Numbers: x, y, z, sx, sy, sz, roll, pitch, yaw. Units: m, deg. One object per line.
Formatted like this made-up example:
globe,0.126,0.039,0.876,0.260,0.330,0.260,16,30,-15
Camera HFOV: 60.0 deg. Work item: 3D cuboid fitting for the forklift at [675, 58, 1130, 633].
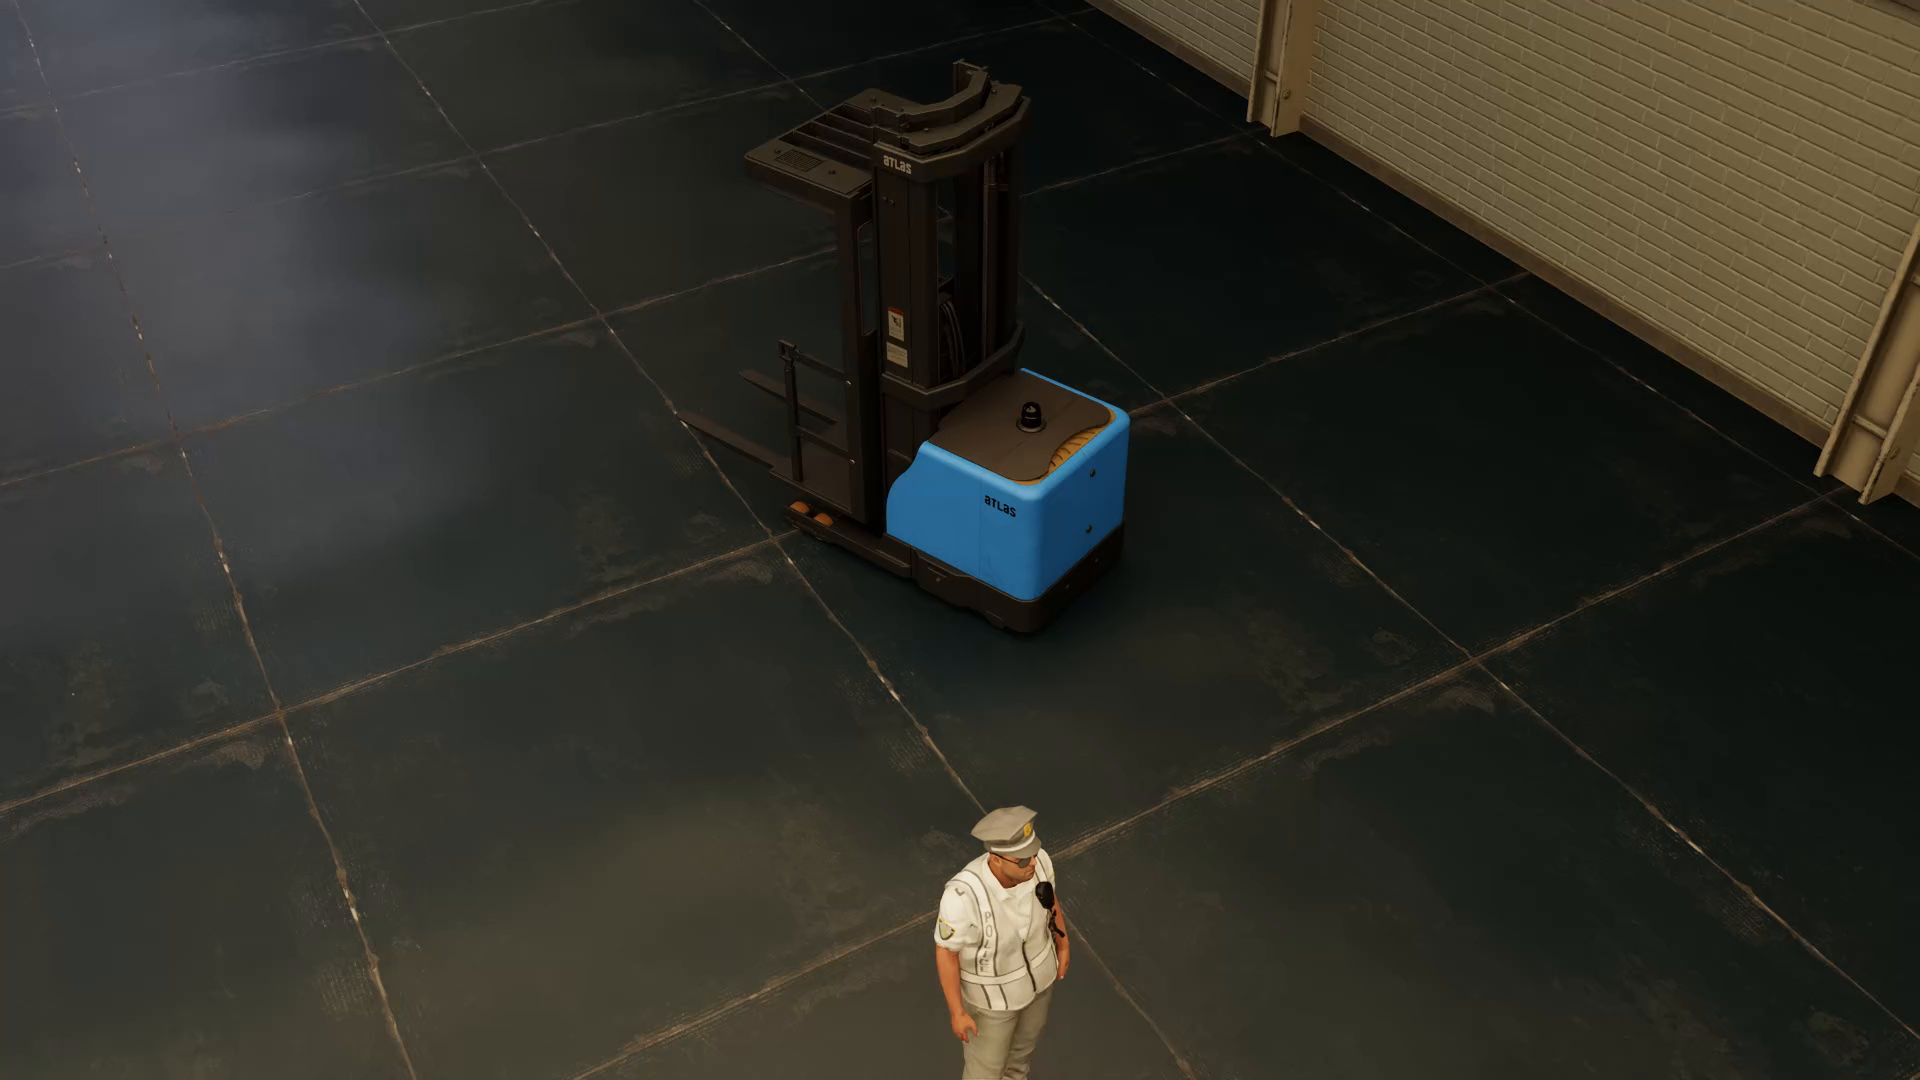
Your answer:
forklift,-0.481,-1.366,9.683,3.031,2.935,1.130,26,46,28

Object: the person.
person,0.234,1.814,6.738,0.640,1.780,0.575,-28,47,-30
